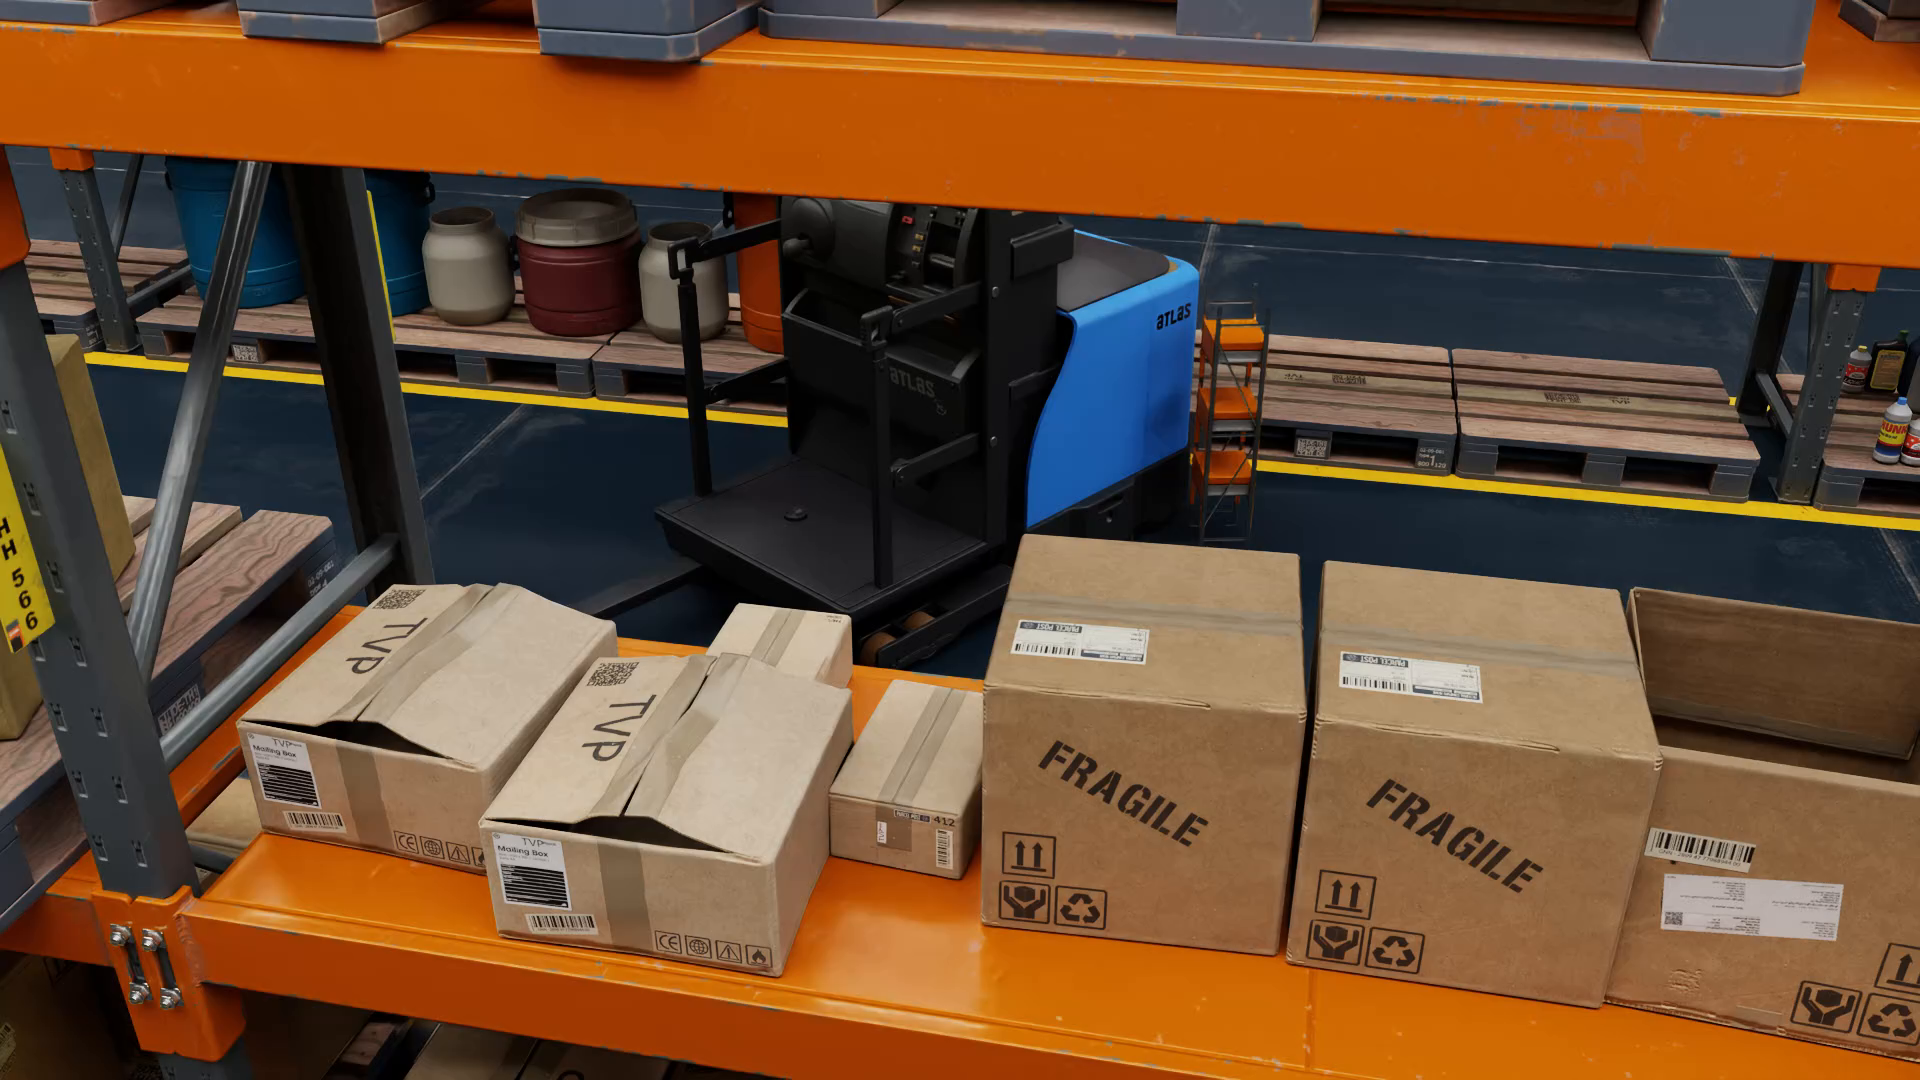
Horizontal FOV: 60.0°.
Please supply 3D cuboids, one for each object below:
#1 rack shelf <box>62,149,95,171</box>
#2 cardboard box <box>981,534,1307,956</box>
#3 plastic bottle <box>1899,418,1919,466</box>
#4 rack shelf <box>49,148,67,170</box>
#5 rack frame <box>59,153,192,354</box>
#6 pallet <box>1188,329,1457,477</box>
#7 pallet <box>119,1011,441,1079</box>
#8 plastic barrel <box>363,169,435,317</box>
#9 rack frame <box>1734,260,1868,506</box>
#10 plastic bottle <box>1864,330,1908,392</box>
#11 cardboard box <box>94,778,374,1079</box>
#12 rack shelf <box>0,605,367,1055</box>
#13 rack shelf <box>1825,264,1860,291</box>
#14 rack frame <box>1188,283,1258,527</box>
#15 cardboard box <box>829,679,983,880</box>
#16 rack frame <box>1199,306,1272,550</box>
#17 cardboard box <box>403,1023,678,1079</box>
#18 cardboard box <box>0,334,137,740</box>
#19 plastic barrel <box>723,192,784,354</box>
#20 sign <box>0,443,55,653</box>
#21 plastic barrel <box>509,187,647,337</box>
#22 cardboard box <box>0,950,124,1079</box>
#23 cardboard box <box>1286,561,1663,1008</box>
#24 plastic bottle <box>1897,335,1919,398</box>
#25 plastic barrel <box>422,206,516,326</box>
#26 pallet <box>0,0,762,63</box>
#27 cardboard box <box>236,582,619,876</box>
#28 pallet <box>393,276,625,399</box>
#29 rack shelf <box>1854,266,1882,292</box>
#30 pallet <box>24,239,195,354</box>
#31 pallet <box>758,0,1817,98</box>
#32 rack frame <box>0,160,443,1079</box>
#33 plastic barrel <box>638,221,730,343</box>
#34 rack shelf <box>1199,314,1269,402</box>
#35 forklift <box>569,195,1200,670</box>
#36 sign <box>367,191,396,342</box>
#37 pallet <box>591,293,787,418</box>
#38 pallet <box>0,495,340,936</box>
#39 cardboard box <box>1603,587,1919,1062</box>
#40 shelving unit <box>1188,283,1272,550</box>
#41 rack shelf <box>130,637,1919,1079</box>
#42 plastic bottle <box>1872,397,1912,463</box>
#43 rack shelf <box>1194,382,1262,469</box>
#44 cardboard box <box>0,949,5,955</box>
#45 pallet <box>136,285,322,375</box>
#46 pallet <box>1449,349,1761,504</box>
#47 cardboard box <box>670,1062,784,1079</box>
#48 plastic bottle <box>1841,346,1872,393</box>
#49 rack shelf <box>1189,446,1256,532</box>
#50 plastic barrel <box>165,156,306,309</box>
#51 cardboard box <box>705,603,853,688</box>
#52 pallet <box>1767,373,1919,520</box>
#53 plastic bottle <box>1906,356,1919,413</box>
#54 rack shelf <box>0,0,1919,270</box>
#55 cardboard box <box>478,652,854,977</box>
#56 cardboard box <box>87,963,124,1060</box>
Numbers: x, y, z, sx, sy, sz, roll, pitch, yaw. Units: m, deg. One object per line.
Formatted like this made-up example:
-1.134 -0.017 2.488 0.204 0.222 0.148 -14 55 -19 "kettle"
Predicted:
-2.242 -1.986 8.004 4.000 0.370 1.077 6 29 11 "rack shelf"
0.321 0.341 2.899 0.500 0.500 0.500 4 29 8 "cardboard box"
3.946 -0.418 6.845 0.097 0.201 0.097 0 29 0 "plastic bottle"
-6.153 -2.387 8.736 4.000 0.370 1.077 6 29 11 "rack shelf"
-4.197 -2.502 8.197 0.127 3.000 1.000 6 29 11 "rack frame"
1.653 -0.659 7.734 1.213 0.211 1.003 6 29 11 "pallet"
-2.046 1.355 4.055 1.213 0.211 1.003 6 29 11 "pallet"
-2.976 -1.633 8.356 0.708 0.901 0.600 6 29 11 "plastic barrel"
3.626 -1.700 6.732 0.127 3.000 1.000 6 29 11 "rack frame"
4.166 -0.808 7.473 0.133 0.283 0.061 7 30 13 "plastic bottle"
-1.709 0.948 4.039 0.500 0.500 0.500 7 29 13 "cardboard box"
-3.280 0.340 3.755 4.000 0.370 1.077 6 29 11 "rack shelf"
1.670 -1.585 7.271 4.000 0.370 1.077 6 29 11 "rack shelf"
1.039 -0.516 6.600 0.200 1.050 0.008 -1 29 -2 "rack frame"
-0.065 0.436 3.091 0.250 0.149 0.380 8 30 14 "cardboard box"
1.050 -0.399 6.386 0.200 1.050 0.008 -1 29 -2 "rack frame"
-0.873 1.191 3.293 0.500 0.311 0.500 7 29 12 "cardboard box"
-1.963 -0.014 3.110 0.500 0.500 0.700 -4 29 -6 "cardboard box"
-0.768 -1.375 7.960 0.708 0.830 0.600 6 29 11 "plastic barrel"
-1.428 0.007 2.490 0.005 0.325 0.100 6 29 11 "sign"
-1.872 -1.382 8.225 0.708 0.588 0.600 6 29 11 "plastic barrel"
-2.287 1.144 3.681 0.500 0.500 0.500 7 29 13 "cardboard box"
0.835 0.394 2.803 0.500 0.500 0.500 6 29 11 "cardboard box"
4.316 -0.802 7.392 0.185 0.351 0.144 5 29 9 "plastic bottle"
-2.443 -1.363 8.270 0.421 0.512 0.421 0 29 0 "plastic barrel"
-0.641 -0.982 2.494 1.003 0.211 1.213 7 30 13 "pallet"
-0.977 0.321 3.134 0.500 0.311 0.500 8 30 14 "cardboard box"
-2.255 -1.061 8.468 1.213 0.211 1.003 6 29 11 "pallet"
5.582 -1.184 6.538 4.000 0.370 1.077 6 29 11 "rack shelf"
-4.925 -1.335 8.968 1.213 0.211 1.003 6 29 11 "pallet"
0.453 -0.872 2.291 1.213 0.211 1.003 7 30 13 "pallet"
-1.324 0.225 3.216 0.127 3.000 1.000 6 29 11 "rack frame"
-1.338 -1.250 8.063 0.421 0.512 0.421 0 29 0 "plastic barrel"
1.044 -0.697 6.362 0.215 0.259 0.240 -1 29 -2 "rack shelf"
-0.434 -1.070 5.652 1.130 2.935 3.031 25 37 38 "forklift"
-1.211 -0.544 3.415 0.005 0.325 0.100 6 29 11 "sign"
-1.065 -0.938 8.243 1.213 0.211 1.003 6 29 11 "pallet"
-2.001 0.274 3.326 1.003 0.211 1.213 6 29 11 "pallet"
1.325 0.444 2.711 0.500 0.500 0.500 8 30 14 "cardboard box"
1.045 -0.458 6.493 0.215 1.050 0.252 -1 29 -2 "shelving unit"
0.632 0.741 3.023 4.000 0.370 1.077 6 29 11 "rack shelf"
3.846 -0.459 6.847 0.097 0.271 0.097 0 29 0 "plastic bottle"
1.045 -0.449 6.498 0.215 0.259 0.240 -1 29 -2 "rack shelf"
-2.343 0.812 3.507 0.500 0.250 0.500 7 29 12 "cardboard box"
-3.452 -1.182 8.690 1.213 0.211 1.003 6 29 11 "pallet"
2.850 -0.538 7.512 1.213 0.211 1.003 6 29 11 "pallet"
-0.357 1.240 3.204 0.500 0.311 0.500 5 29 9 "cardboard box"
4.046 -0.776 7.499 0.097 0.201 0.097 0 29 0 "plastic bottle"
1.045 -0.205 6.631 0.215 0.259 0.240 -1 29 -2 "rack shelf"
-3.669 -1.704 8.486 0.708 0.901 0.600 6 29 11 "plastic barrel"
-0.386 0.295 3.349 0.250 0.149 0.380 6 29 11 "cardboard box"
4.274 -0.390 7.243 1.213 0.211 1.003 6 29 11 "pallet"
4.286 -0.734 7.268 0.185 0.351 0.144 6 29 11 "plastic bottle"
0.632 -0.575 2.302 4.000 0.370 1.077 6 29 11 "rack shelf"
-0.489 0.444 2.908 0.500 0.311 0.500 6 29 10 "cardboard box"
-2.222 0.898 4.131 0.500 0.500 0.500 5 29 9 "cardboard box"
